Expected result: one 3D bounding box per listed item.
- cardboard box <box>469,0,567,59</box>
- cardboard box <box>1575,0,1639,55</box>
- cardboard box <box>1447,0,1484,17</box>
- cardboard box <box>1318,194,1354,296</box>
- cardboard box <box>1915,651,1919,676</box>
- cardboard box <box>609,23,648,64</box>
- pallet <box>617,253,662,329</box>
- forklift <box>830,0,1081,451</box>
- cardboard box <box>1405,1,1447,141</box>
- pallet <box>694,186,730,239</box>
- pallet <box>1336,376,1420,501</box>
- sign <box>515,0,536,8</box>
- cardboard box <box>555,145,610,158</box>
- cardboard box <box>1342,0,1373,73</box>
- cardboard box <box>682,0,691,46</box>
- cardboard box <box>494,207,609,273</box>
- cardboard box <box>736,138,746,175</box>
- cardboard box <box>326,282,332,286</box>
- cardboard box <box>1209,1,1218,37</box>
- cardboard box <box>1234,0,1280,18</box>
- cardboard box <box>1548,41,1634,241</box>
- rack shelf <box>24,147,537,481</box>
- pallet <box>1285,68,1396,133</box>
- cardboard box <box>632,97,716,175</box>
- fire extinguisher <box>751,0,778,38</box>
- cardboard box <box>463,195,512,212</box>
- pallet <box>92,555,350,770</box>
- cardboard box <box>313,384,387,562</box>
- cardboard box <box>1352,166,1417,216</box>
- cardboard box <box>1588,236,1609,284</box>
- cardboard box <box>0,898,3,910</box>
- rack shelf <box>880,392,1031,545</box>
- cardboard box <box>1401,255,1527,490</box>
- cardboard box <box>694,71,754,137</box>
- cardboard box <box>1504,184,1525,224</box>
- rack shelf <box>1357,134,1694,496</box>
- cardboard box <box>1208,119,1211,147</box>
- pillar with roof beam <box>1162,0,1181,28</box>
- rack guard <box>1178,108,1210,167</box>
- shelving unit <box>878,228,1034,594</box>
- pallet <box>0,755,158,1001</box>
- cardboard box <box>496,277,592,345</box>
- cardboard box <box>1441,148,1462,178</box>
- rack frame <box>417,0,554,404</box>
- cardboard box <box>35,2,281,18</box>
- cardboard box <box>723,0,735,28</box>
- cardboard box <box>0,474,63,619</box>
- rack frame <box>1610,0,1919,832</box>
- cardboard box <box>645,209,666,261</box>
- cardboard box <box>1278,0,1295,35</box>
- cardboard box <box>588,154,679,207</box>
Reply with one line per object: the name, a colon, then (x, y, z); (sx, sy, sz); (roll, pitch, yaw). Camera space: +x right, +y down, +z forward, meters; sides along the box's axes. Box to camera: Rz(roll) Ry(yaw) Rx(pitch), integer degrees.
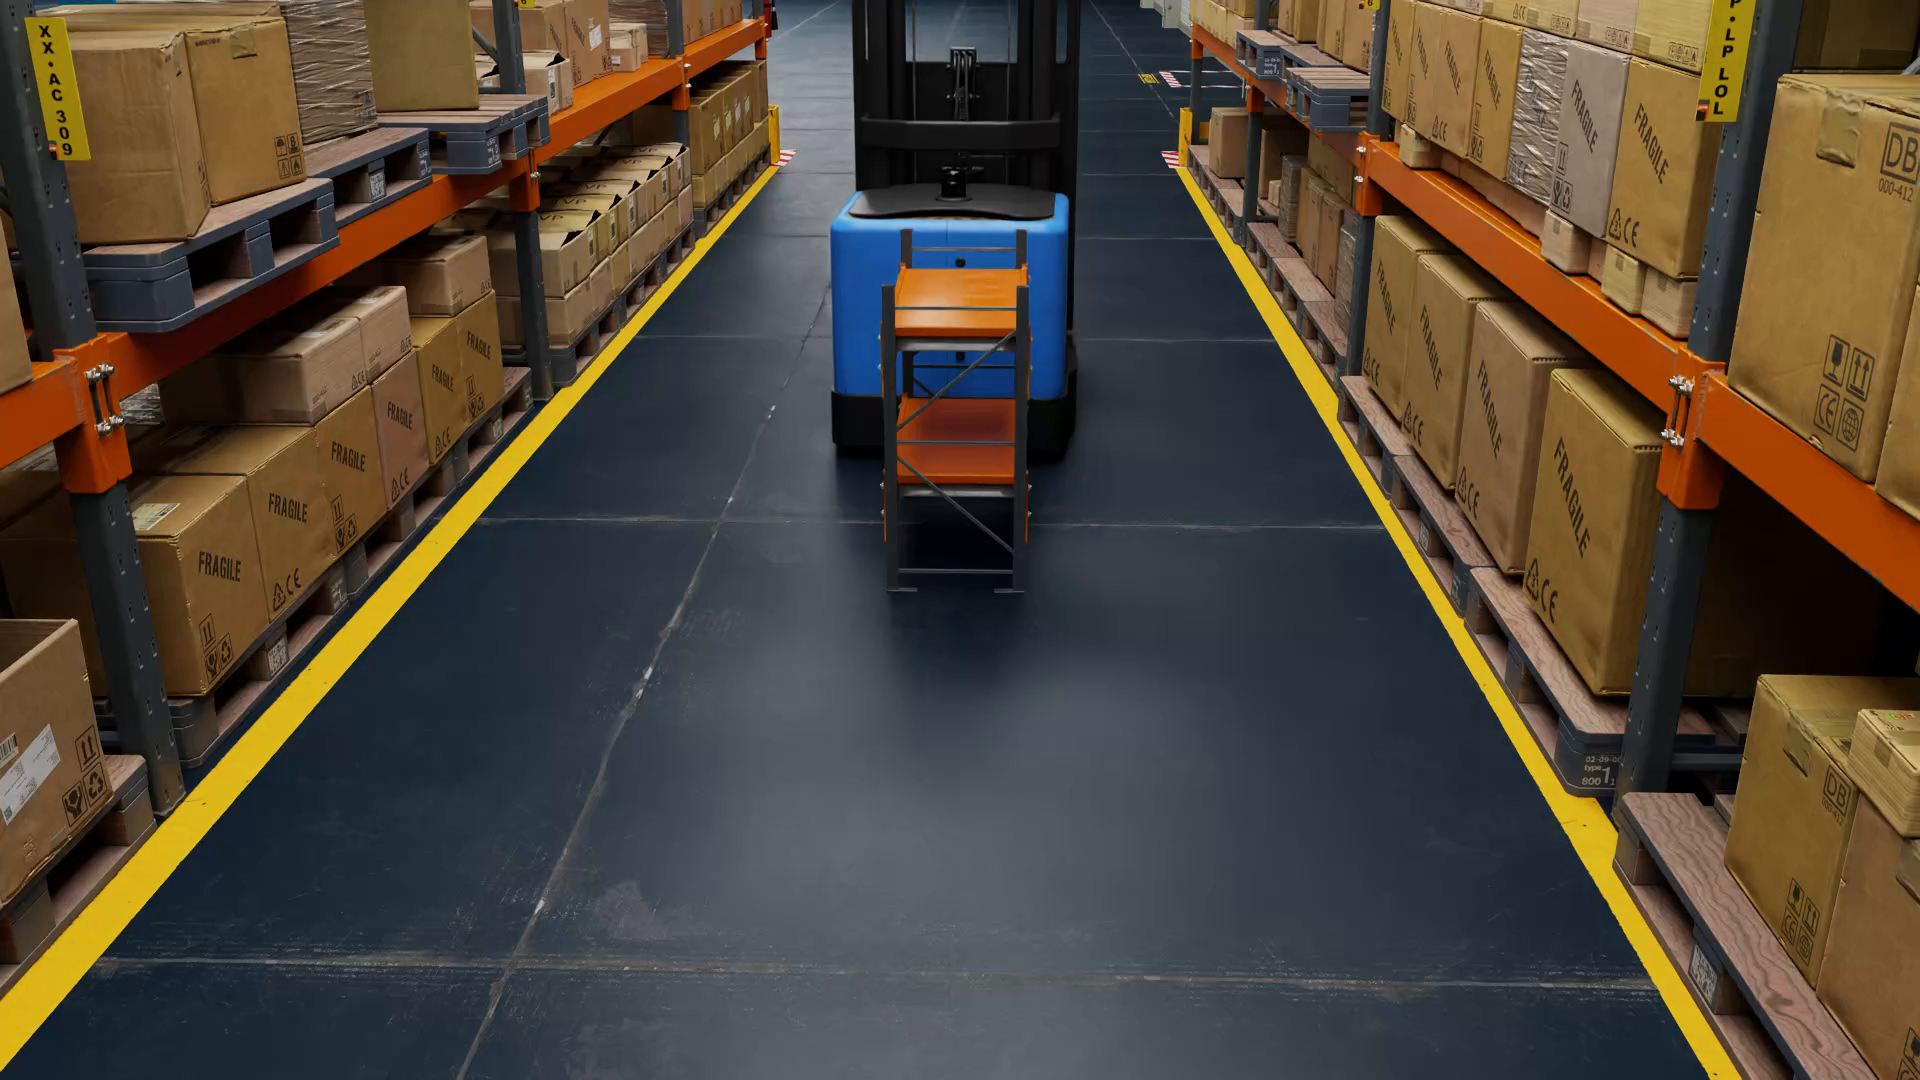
cardboard box: (-2.515, -2.760, 9.357); (0.500, 0.500, 0.500); (0, 21, -1)
cardboard box: (2.063, -1.508, 4.654); (0.500, 0.250, 0.500); (1, 21, 3)
cardboard box: (2.103, -2.061, 6.080); (0.500, 0.250, 0.500); (1, 21, 2)
cardboard box: (2.490, -1.719, 9.660); (0.700, 0.500, 0.500); (1, 21, 1)
cardboard box: (2.357, 0.279, 3.641); (0.380, 0.149, 0.250); (1, 21, 1)
cardboard box: (-2.400, -3.304, 11.106); (0.500, 0.250, 0.500); (2, 21, 5)
pallet: (-2.446, -1.544, 10.215); (1.003, 0.211, 1.213); (1, 21, 2)
forklift: (0.047, -2.246, 8.267); (1.130, 2.935, 3.031); (1, 21, 4)
cardboard box: (2.106, -1.886, 6.665); (0.500, 0.500, 0.500); (1, 21, 3)
pallet: (-2.362, -2.540, 12.783); (1.003, 0.211, 1.213); (1, 21, 2)
pallet: (2.302, -0.469, 7.446); (1.003, 0.211, 1.213); (1, 21, 2)
sign: (-2.007, -2.607, 7.609); (0.100, 0.325, 0.005); (1, 21, 2)
cardboard box: (-2.690, -2.581, 11.480); (0.500, 0.311, 0.500); (1, 21, 2)
cardboard box: (2.396, -2.677, 8.536); (0.700, 0.500, 0.500); (-1, 21, -3)
cardboard box: (-2.412, -3.951, 12.426); (0.700, 0.500, 0.500); (0, 21, 1)
cardboard box: (-2.233, -1.658, 9.100); (0.500, 0.311, 0.500); (0, 21, 0)
cardboard box: (-2.061, -3.173, 13.781); (0.500, 0.250, 0.500); (1, 21, 2)
cardboard box: (-2.850, -0.985, 7.768); (0.500, 0.500, 0.500); (2, 21, 4)
cardboard box: (2.272, -4.157, 13.277); (0.500, 0.250, 0.500); (1, 21, 2)
cardboard box: (2.228, -3.963, 11.739); (0.500, 0.500, 0.500); (1, 21, 1)
cardboard box: (2.048, -1.156, 4.784); (0.500, 0.500, 0.500); (1, 21, 2)
rack shelf: (-2.611, -1.048, 6.077); (1.077, 0.370, 4.000); (1, 21, 2)
pallet: (2.317, -2.223, 8.376); (1.213, 0.211, 1.003); (1, 21, 2)
cardboard box: (-2.101, -2.980, 12.247); (0.500, 0.500, 0.500); (1, 21, 2)
fire extinguisher: (-1.839, -5.001, 15.377); (0.296, 0.674, 0.183); (1, 21, 2)
cardboard box: (-2.753, -1.844, 9.581); (0.500, 0.311, 0.500); (0, 21, 1)
pallet: (-2.685, 0.345, 5.347); (1.003, 0.211, 1.213); (1, 21, 2)
cardboard box: (-2.386, -0.246, 5.863); (0.500, 0.500, 0.500); (1, 21, 2)
cardboard box: (2.451, -1.909, 9.113); (0.500, 0.250, 0.500); (1, 21, 3)
cardboard box: (2.044, -0.809, 4.787); (0.380, 0.149, 0.250); (1, 21, 3)
cardboard box: (-2.357, 0.809, 3.630); (0.380, 0.149, 0.250); (1, 21, 2)
rack shelf: (0.000, -0.294, 6.408); (0.538, 0.278, 1.000); (1, 21, 2)
cardboard box: (2.215, -0.666, 6.489); (0.750, 0.750, 0.750); (1, 21, 1)
cardboard box: (-2.041, -3.704, 14.111); (0.500, 0.500, 0.500); (1, 21, 2)
cardboard box: (2.109, -1.179, 5.741); (0.380, 0.149, 0.250); (1, 21, 3)
rack shelf: (2.341, -0.995, 5.940); (1.077, 0.370, 4.000); (1, 21, 2)
cardboard box: (2.534, -3.648, 14.893); (0.500, 0.311, 0.500); (-2, 21, -4)
pillar with roof beam: (-0.267, -14.036, 30.262); (9.100, 9.000, 0.400); (1, 21, 2)
rack guard: (2.642, -3.753, 15.510); (1.175, 0.500, 0.348); (1, 21, 2)
shelving unit: (0.000, -0.522, 6.319); (0.538, 1.125, 1.048); (1, 21, 2)
pallet: (-2.694, 0.888, 3.948); (1.003, 0.211, 1.213); (1, 21, 2)
cardboard box: (-2.241, -1.206, 8.712); (0.500, 0.250, 0.500); (1, 21, 1)
cardboard box: (2.166, -1.551, 6.698); (0.380, 0.149, 0.250); (0, 21, 1)
rack frame: (-2.550, -2.106, 7.811); (1.000, 3.000, 0.127); (1, 21, 2)
cardboard box: (-2.680, -1.542, 5.638); (0.700, 0.500, 0.500); (-5, 22, -12)
cardboard box: (-2.345, -4.687, 14.324); (0.700, 0.500, 0.500); (1, 21, 3)
cardboard box: (-2.943, 0.119, 4.924); (0.500, 0.500, 0.500); (1, 21, 1)
rack frame: (2.280, -0.607, 3.947); (1.000, 3.000, 0.127); (1, 21, 2)
cardboard box: (-2.184, -1.946, 10.617); (0.500, 0.250, 0.500); (1, 21, 3)
cardboard box: (2.474, -3.568, 10.831); (0.700, 0.500, 0.500); (1, 21, 2)
cardboard box: (-2.164, -2.390, 10.988); (0.500, 0.311, 0.500); (1, 21, 3)
